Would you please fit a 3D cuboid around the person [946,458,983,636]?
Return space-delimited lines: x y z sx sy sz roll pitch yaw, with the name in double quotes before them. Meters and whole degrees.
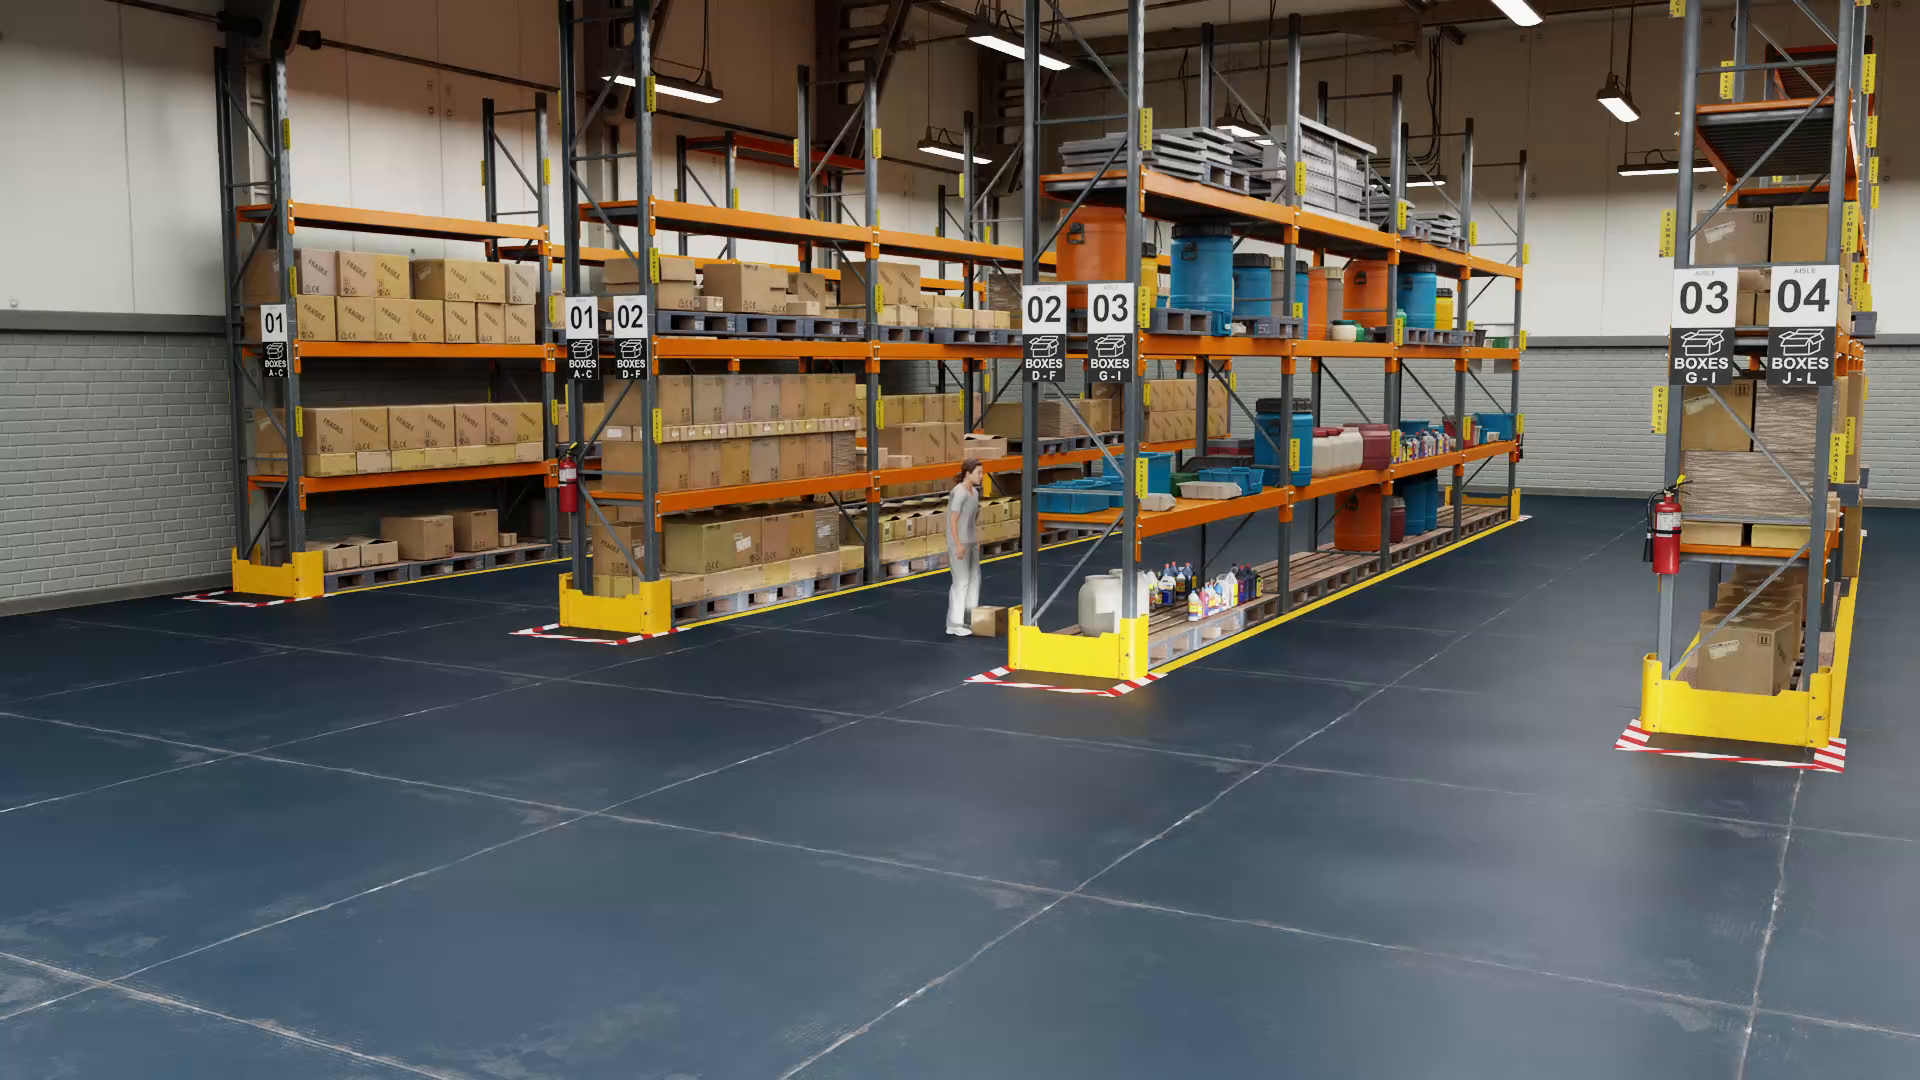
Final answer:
"person" 0.055 0.052 15.846 0.363 1.671 0.514 3 7 25
